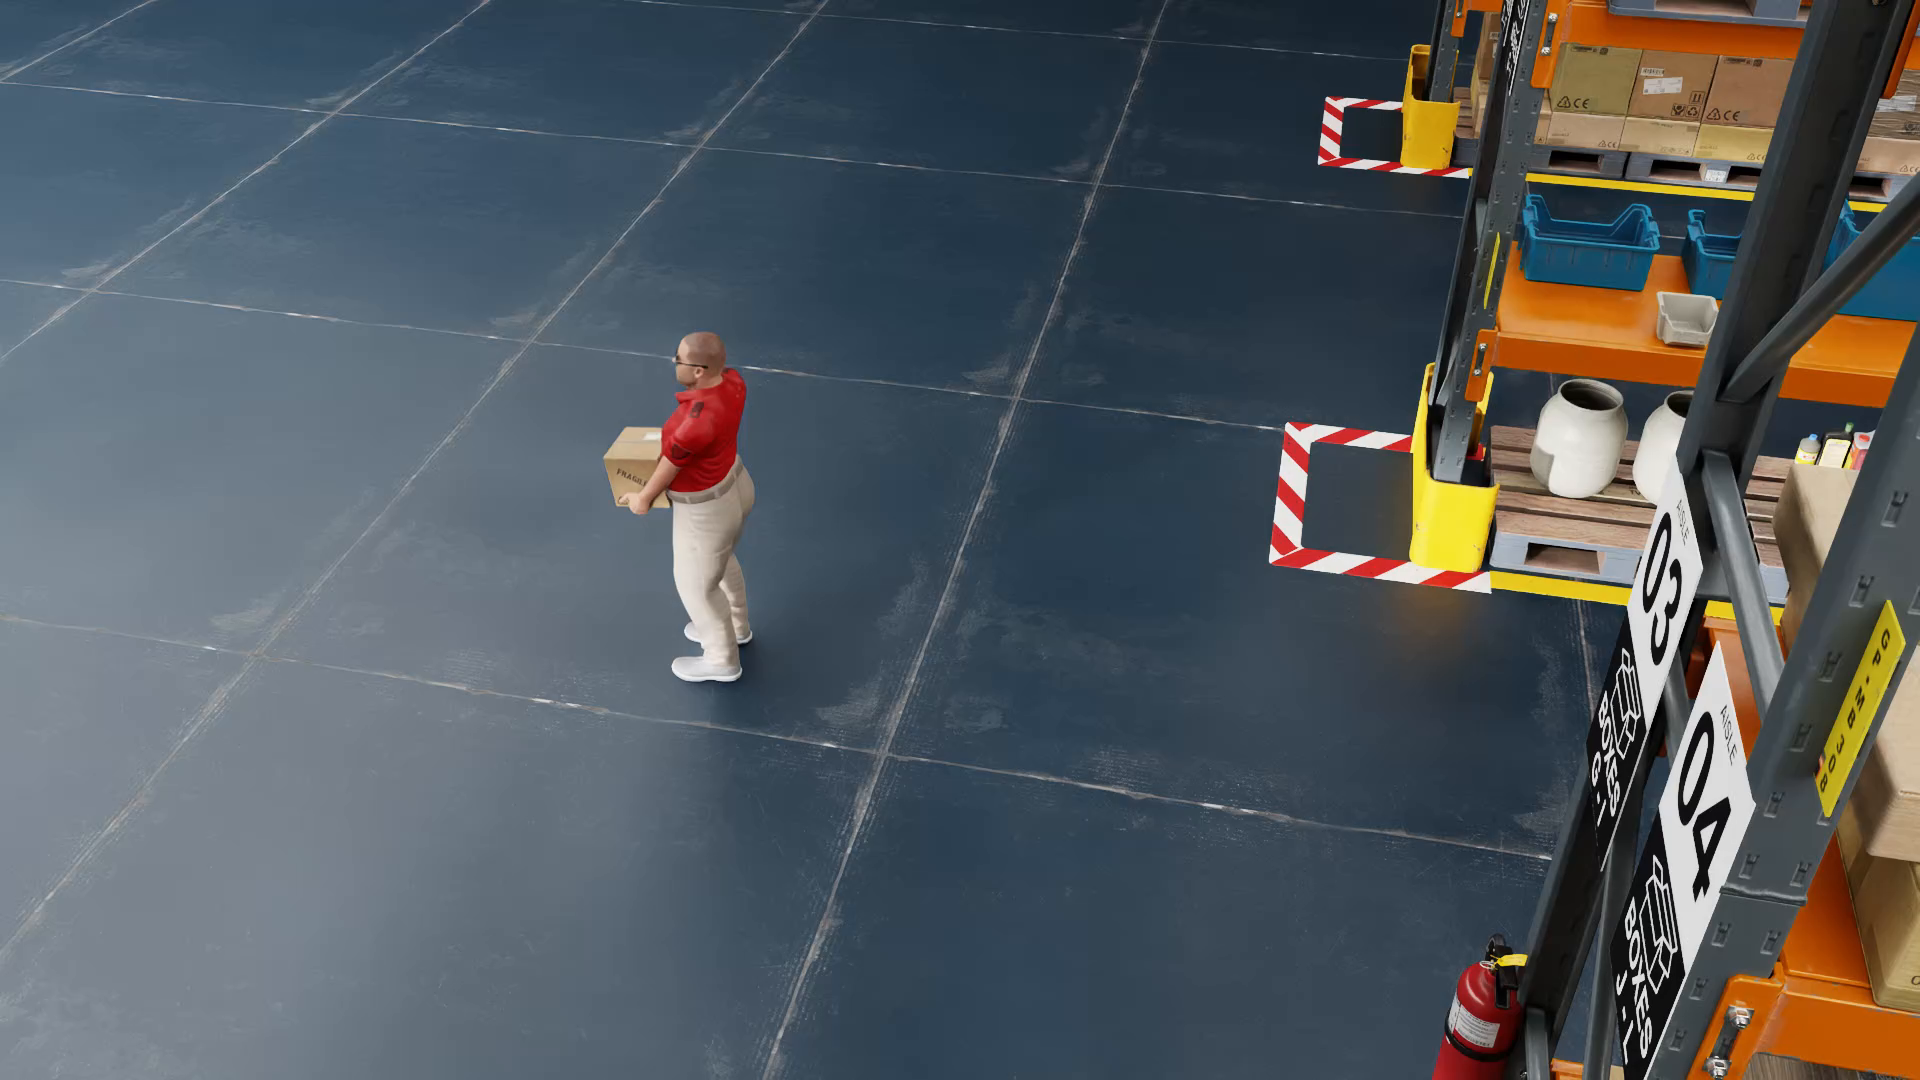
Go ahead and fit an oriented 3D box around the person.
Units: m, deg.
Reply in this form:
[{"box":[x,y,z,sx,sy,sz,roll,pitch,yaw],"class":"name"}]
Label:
[{"box":[-1.176,-0.157,7.204,0.531,1.719,0.494,8,37,11],"class":"person"}]
